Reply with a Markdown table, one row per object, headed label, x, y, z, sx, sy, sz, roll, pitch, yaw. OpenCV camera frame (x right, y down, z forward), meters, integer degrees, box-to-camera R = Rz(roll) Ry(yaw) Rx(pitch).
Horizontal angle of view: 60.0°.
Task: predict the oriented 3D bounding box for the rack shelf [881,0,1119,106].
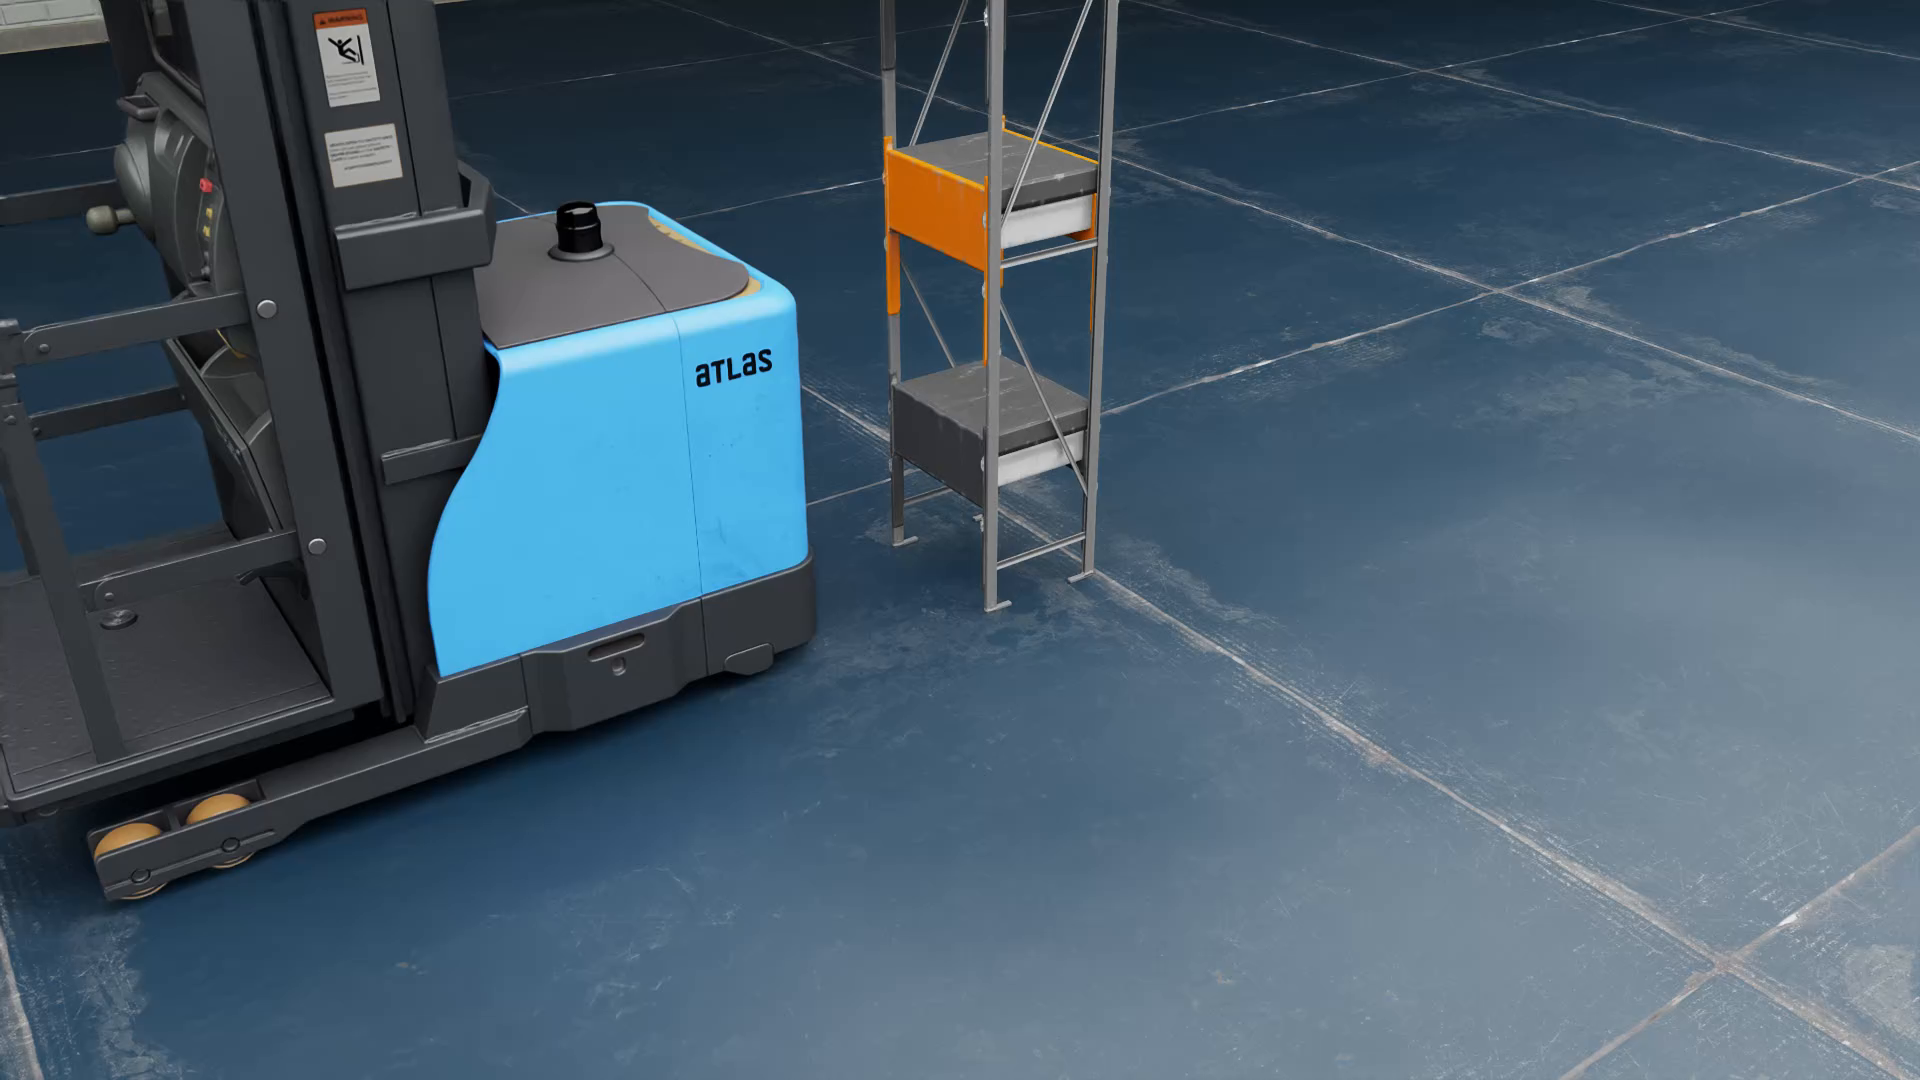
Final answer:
| label | x | y | z | sx | sy | sz | roll | pitch | yaw |
| --- | --- | --- | --- | --- | --- | --- | --- | --- | --- |
| rack shelf | 0.096 | -1.461 | 4.303 | 0.431 | 0.518 | 0.480 | -19 | 34 | -31 |

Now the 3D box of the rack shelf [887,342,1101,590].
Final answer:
| label | x | y | z | sx | sy | sz | roll | pitch | yaw |
| --- | --- | --- | --- | --- | --- | --- | --- | --- | --- |
| rack shelf | 0.096 | -0.231 | 4.971 | 0.431 | 0.518 | 0.480 | -19 | 34 | -31 |

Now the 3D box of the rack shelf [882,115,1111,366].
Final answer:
| label | x | y | z | sx | sy | sz | roll | pitch | yaw |
| --- | --- | --- | --- | --- | --- | --- | --- | --- | --- |
| rack shelf | 0.096 | -0.846 | 4.637 | 0.431 | 0.518 | 0.480 | -19 | 34 | -31 |

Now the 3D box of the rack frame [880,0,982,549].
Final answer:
| label | x | y | z | sx | sy | sz | roll | pitch | yaw |
| --- | --- | --- | --- | --- | --- | --- | --- | --- | --- |
| rack frame | -0.046 | -0.953 | 4.805 | 0.400 | 2.100 | 0.015 | -19 | 34 | -31 |

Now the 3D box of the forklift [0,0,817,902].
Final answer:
| label | x | y | z | sx | sy | sz | roll | pitch | yaw |
| --- | --- | --- | --- | --- | --- | --- | --- | --- | --- |
| forklift | -1.907 | -0.765 | 3.588 | 3.031 | 2.935 | 1.130 | -18 | 33 | -29 |

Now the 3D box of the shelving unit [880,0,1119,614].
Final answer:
| label | x | y | z | sx | sy | sz | roll | pitch | yaw |
| --- | --- | --- | --- | --- | --- | --- | --- | --- | --- |
| shelving unit | 0.096 | -0.858 | 4.630 | 0.431 | 2.100 | 0.503 | -19 | 34 | -31 |

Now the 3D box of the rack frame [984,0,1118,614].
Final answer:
| label | x | y | z | sx | sy | sz | roll | pitch | yaw |
| --- | --- | --- | --- | --- | --- | --- | --- | --- | --- |
| rack frame | 0.238 | -0.763 | 4.456 | 0.400 | 2.100 | 0.015 | -19 | 34 | -31 |
